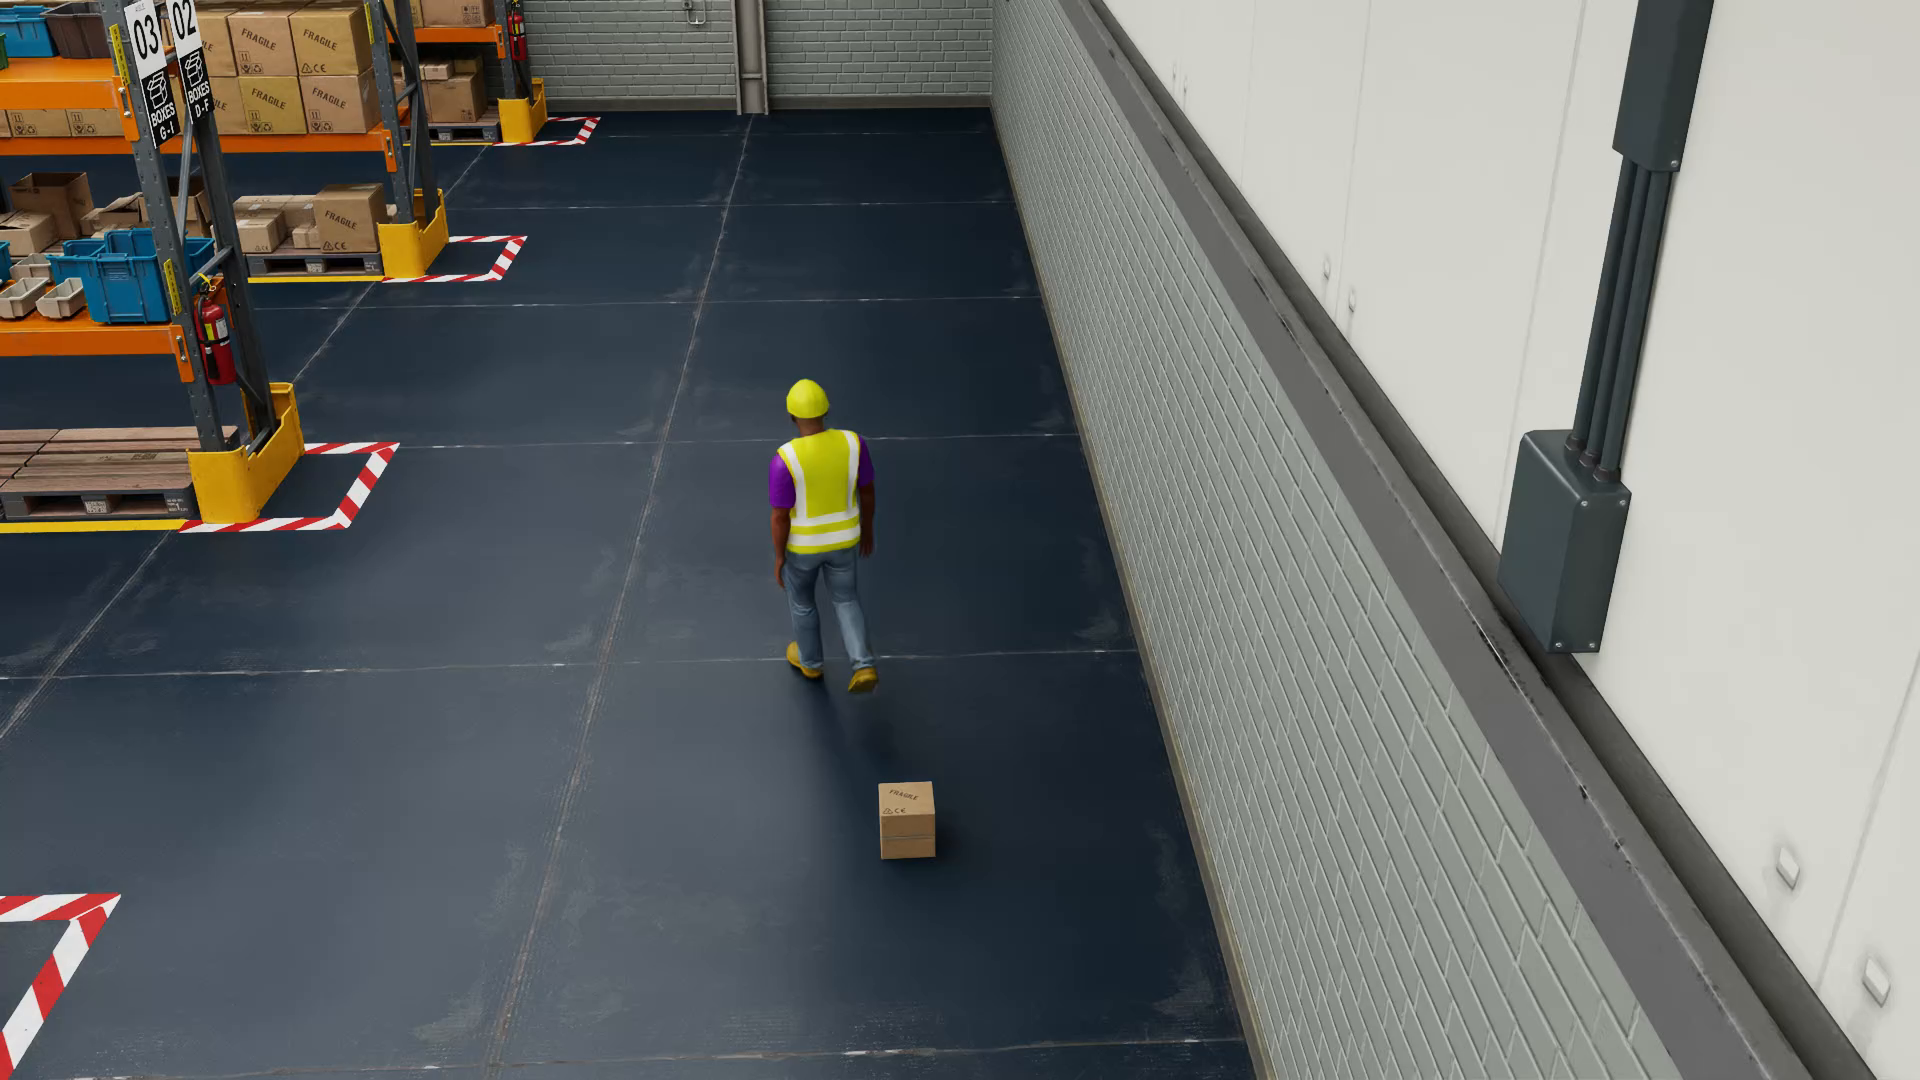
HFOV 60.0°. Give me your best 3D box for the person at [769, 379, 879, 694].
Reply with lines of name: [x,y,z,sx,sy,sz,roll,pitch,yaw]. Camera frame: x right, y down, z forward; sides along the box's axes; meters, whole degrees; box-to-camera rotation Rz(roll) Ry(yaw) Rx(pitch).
person: [-0.681,0.019,8.540,0.583,1.744,0.850,-12,30,-22]
